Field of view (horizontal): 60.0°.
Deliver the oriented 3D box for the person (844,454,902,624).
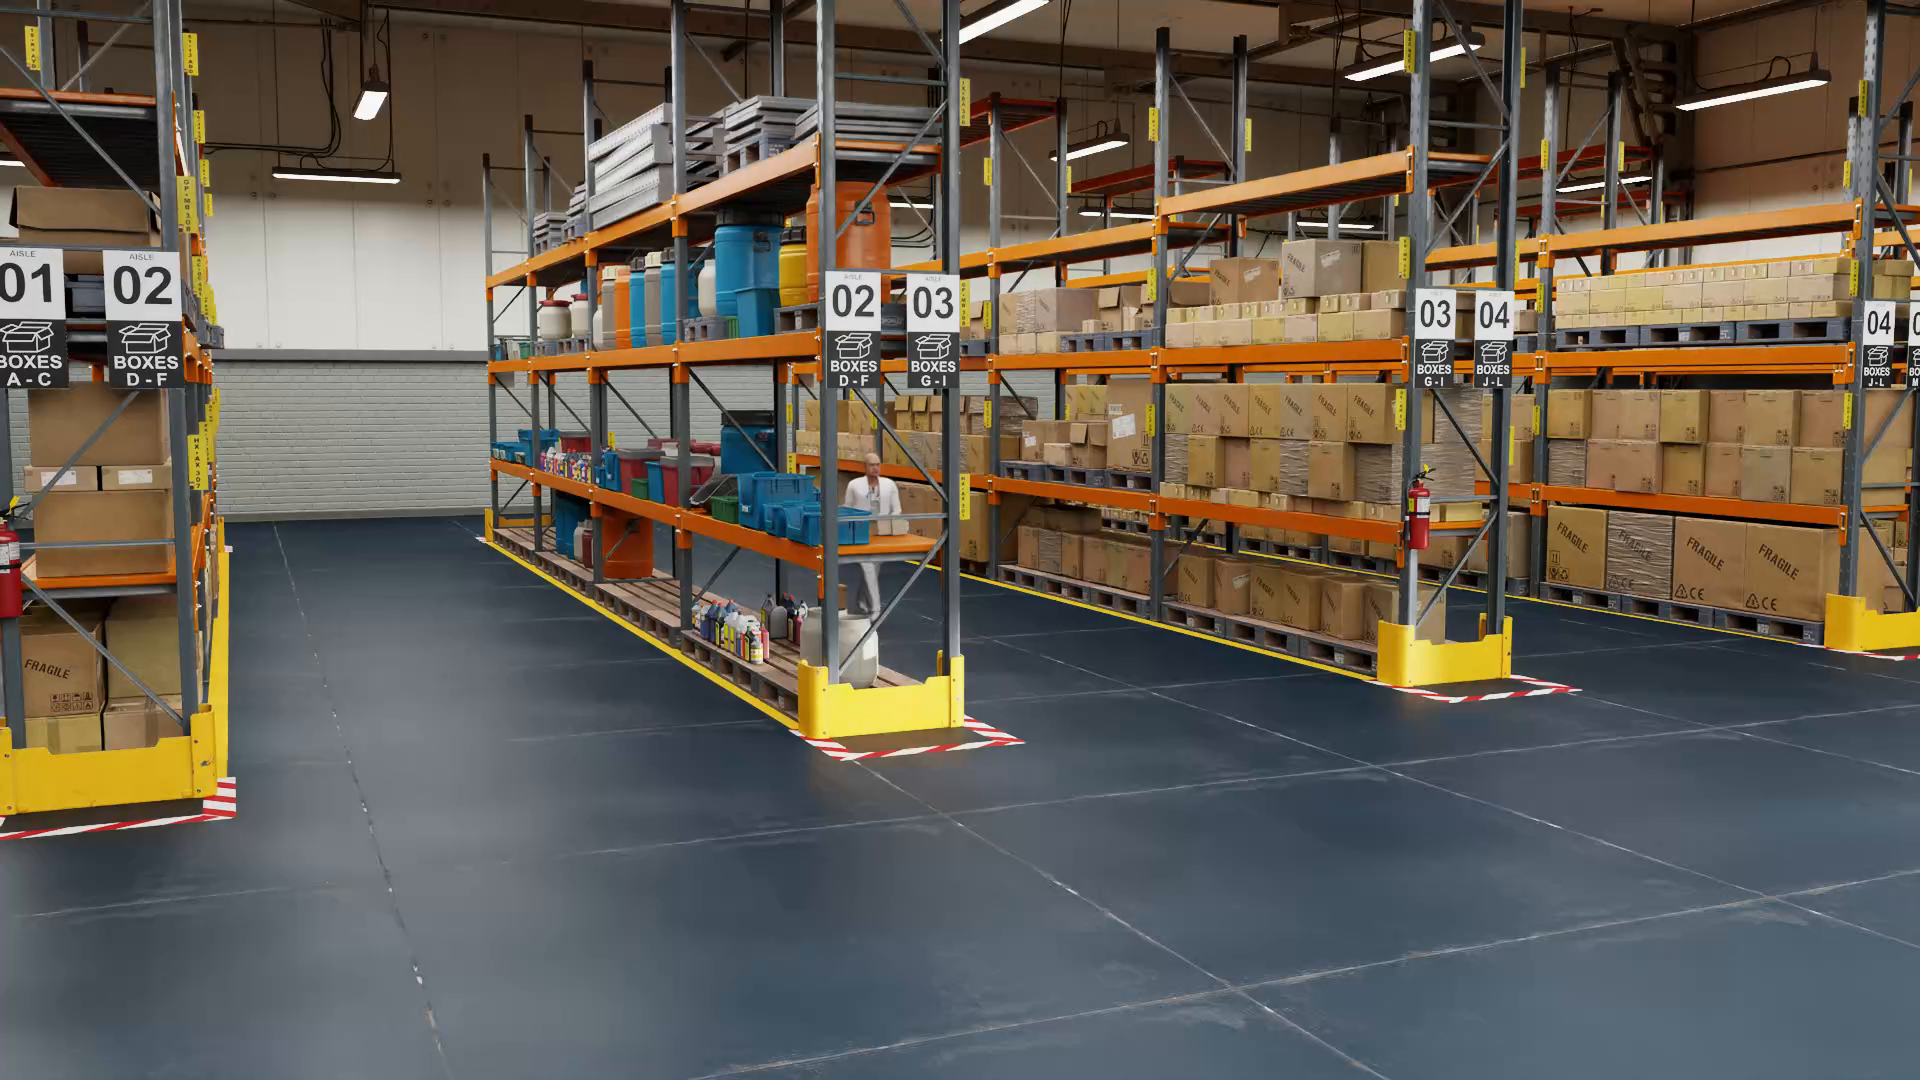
[{"bbox_3d":[-0.899,-0.029,17.092,0.608,1.721,1.152,-2,6,-22],"label":"person"}]
